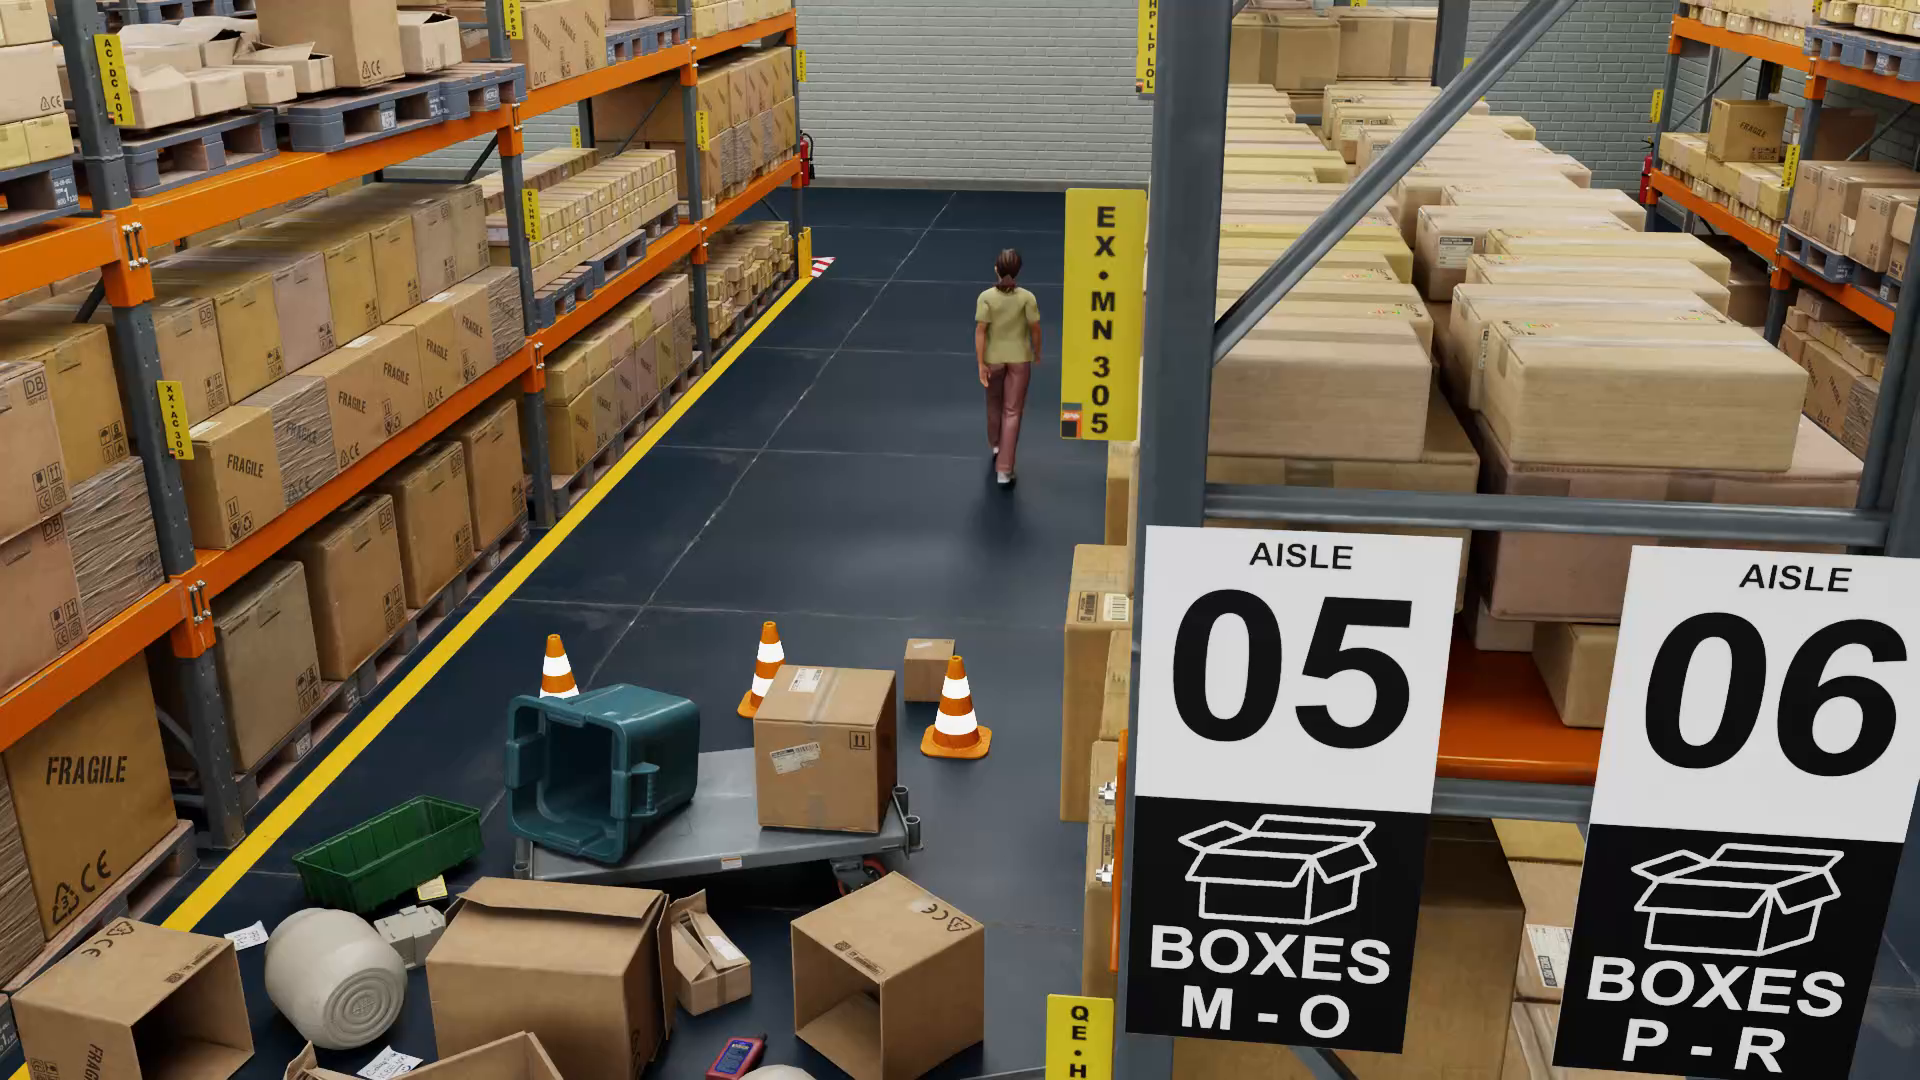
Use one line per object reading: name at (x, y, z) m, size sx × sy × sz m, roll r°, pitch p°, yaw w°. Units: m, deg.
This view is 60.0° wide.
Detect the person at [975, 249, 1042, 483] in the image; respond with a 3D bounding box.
person at (0.364, -1.305, 11.917) m, size 0.459 × 1.616 × 0.969 m, roll 3°, pitch 22°, yaw 9°
